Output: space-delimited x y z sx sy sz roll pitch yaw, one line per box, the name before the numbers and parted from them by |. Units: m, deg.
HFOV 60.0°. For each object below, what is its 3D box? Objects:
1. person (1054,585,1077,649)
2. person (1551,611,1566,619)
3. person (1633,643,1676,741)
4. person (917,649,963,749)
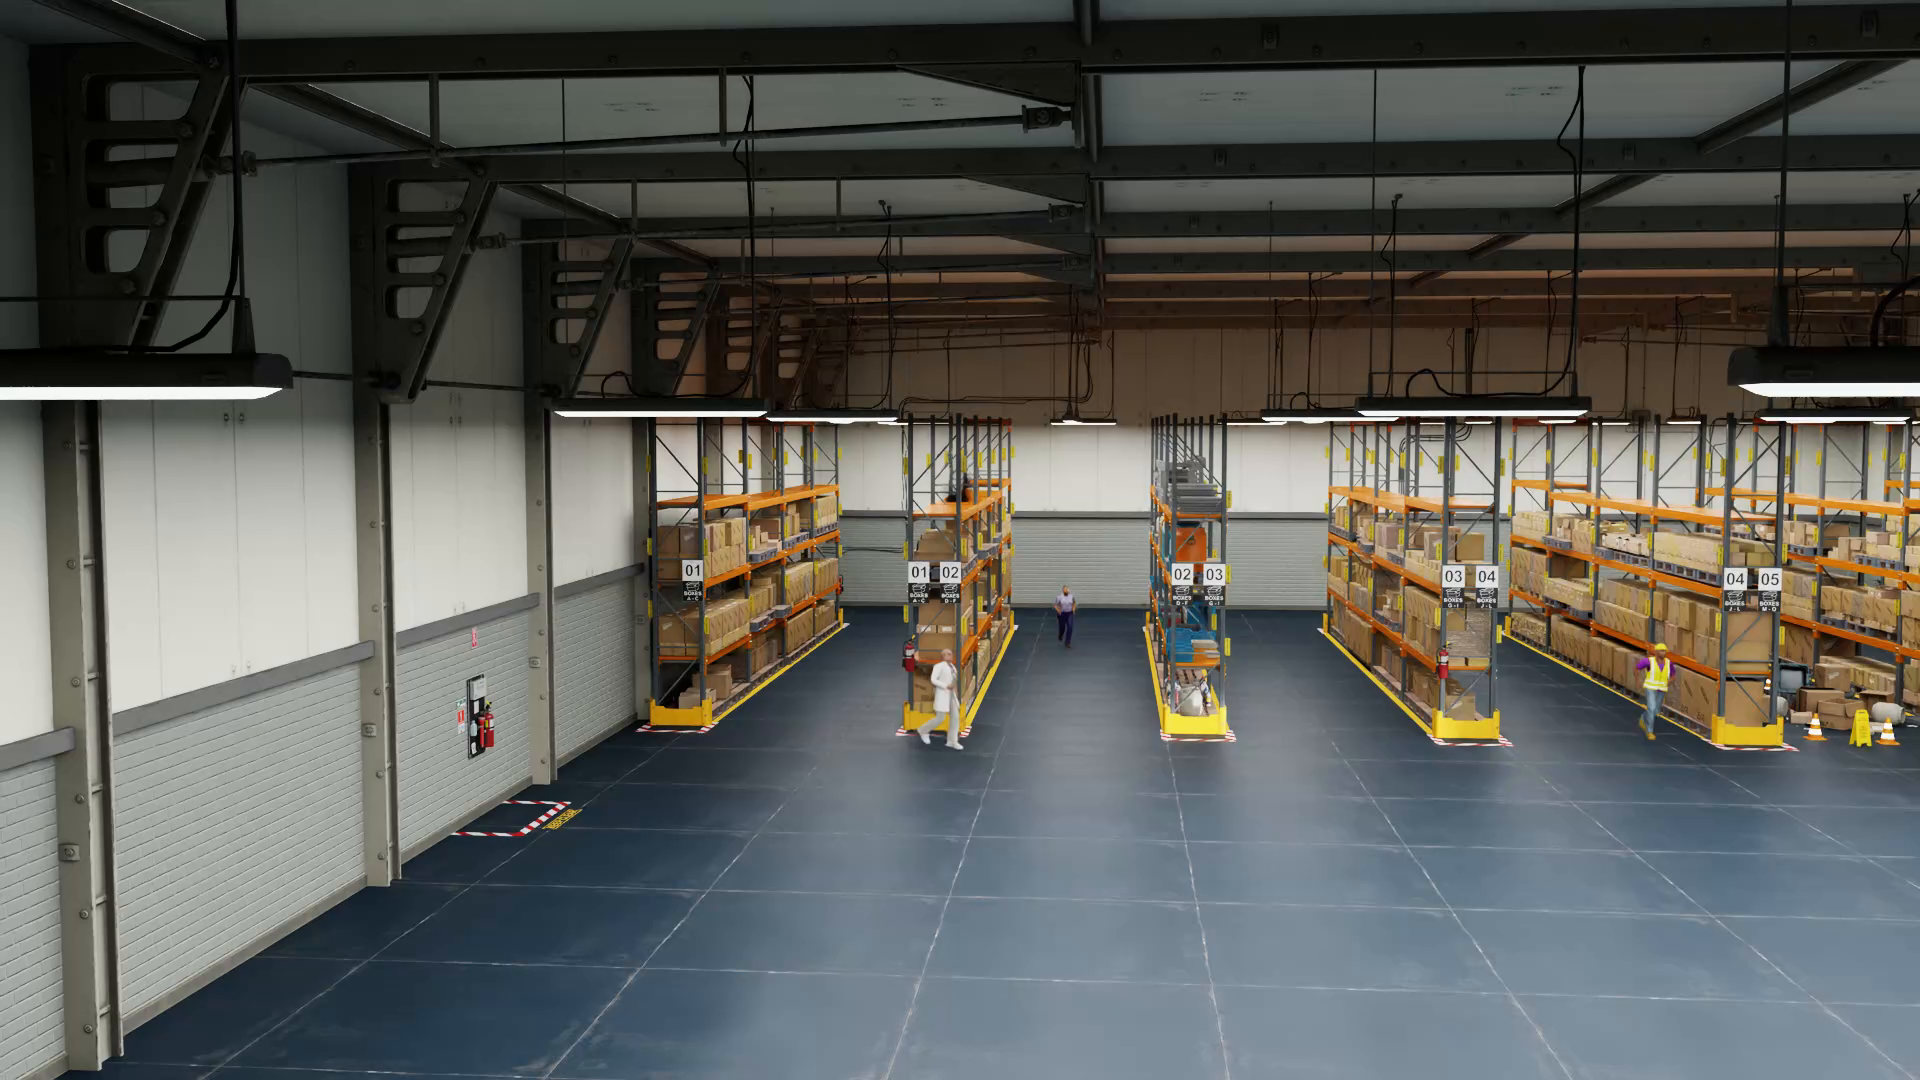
person | 2.767 1.998 43.546 0.611 1.628 0.766 0 4 -6
person | 16.757 1.722 46.927 0.690 1.694 0.557 -2 5 -32
person | 12.914 2.791 30.883 0.738 1.765 0.872 0 4 0
person | -0.252 2.829 29.806 0.922 1.764 0.729 3 5 37
